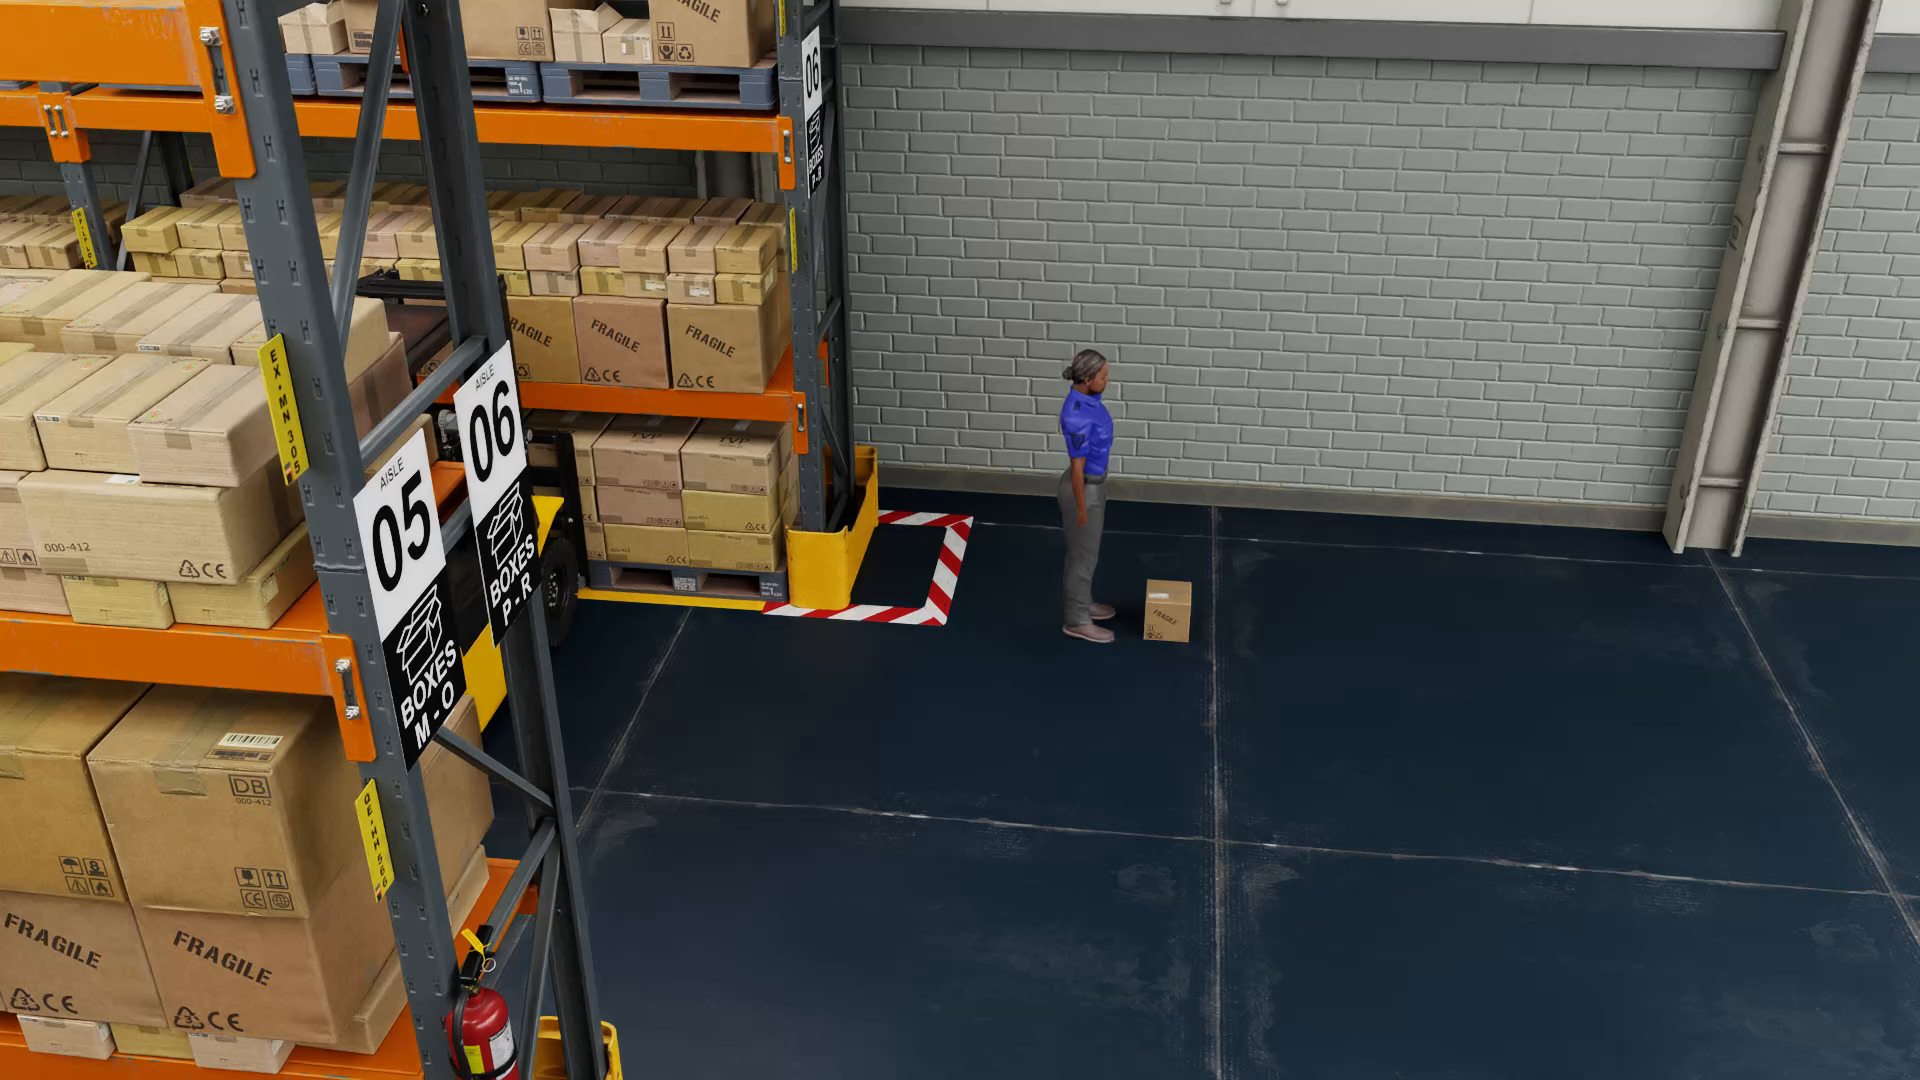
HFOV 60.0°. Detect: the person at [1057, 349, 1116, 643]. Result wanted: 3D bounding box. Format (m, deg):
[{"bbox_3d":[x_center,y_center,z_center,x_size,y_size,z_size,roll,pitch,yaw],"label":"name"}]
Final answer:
[{"bbox_3d":[0.713,-0.254,9.092,0.355,1.678,0.448,4,29,7],"label":"person"}]
